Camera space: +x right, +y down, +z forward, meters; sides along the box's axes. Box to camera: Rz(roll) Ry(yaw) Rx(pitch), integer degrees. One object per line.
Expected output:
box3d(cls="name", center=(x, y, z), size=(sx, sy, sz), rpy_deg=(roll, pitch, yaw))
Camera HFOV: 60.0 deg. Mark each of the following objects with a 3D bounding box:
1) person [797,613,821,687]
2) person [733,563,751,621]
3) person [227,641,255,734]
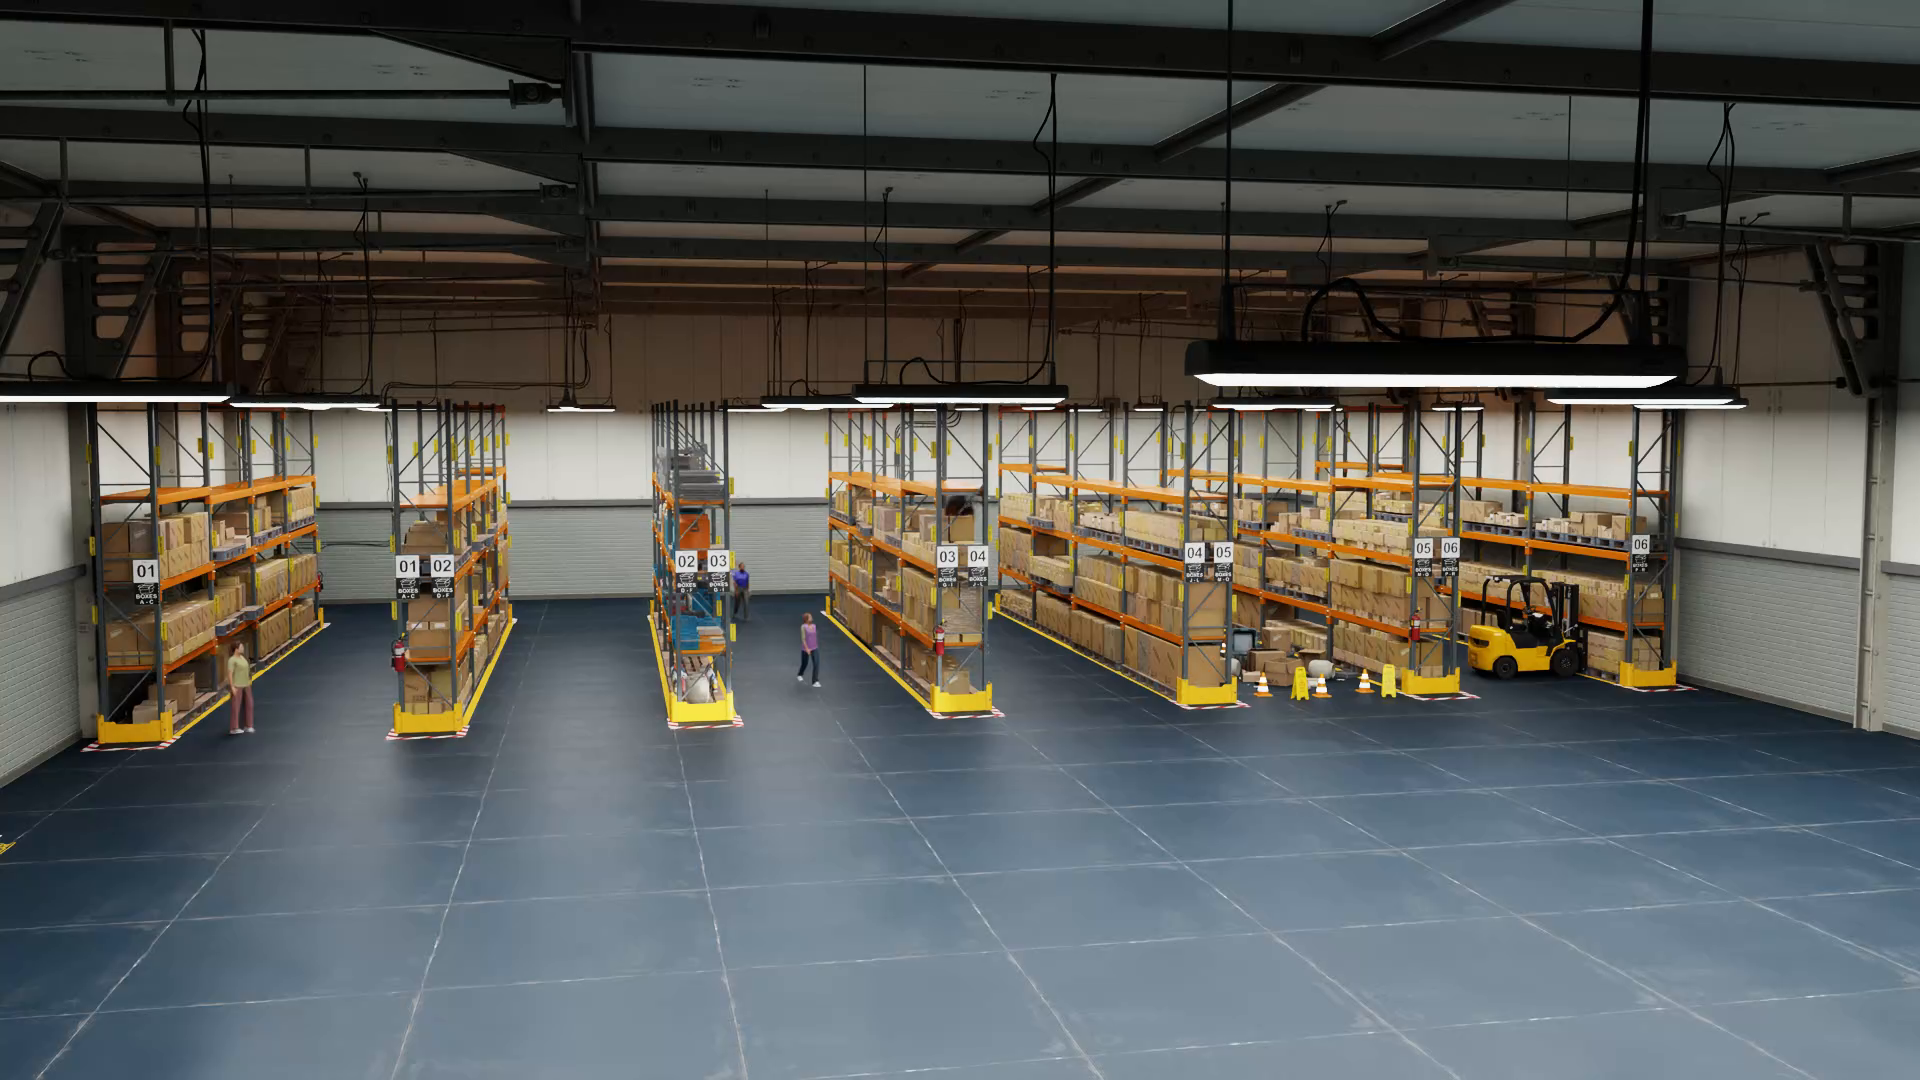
box3d(cls="person", center=(-3.185, 2.311, 35.069), size=(0.403, 1.523, 0.868), rpy_deg=(-2, 5, -26))
box3d(cls="person", center=(-6.068, 1.432, 46.311), size=(0.478, 1.610, 0.964), rpy_deg=(-2, 5, -20))
box3d(cls="person", center=(-12.947, 2.653, 29.898), size=(0.339, 1.693, 0.537), rpy_deg=(2, 5, 23))
